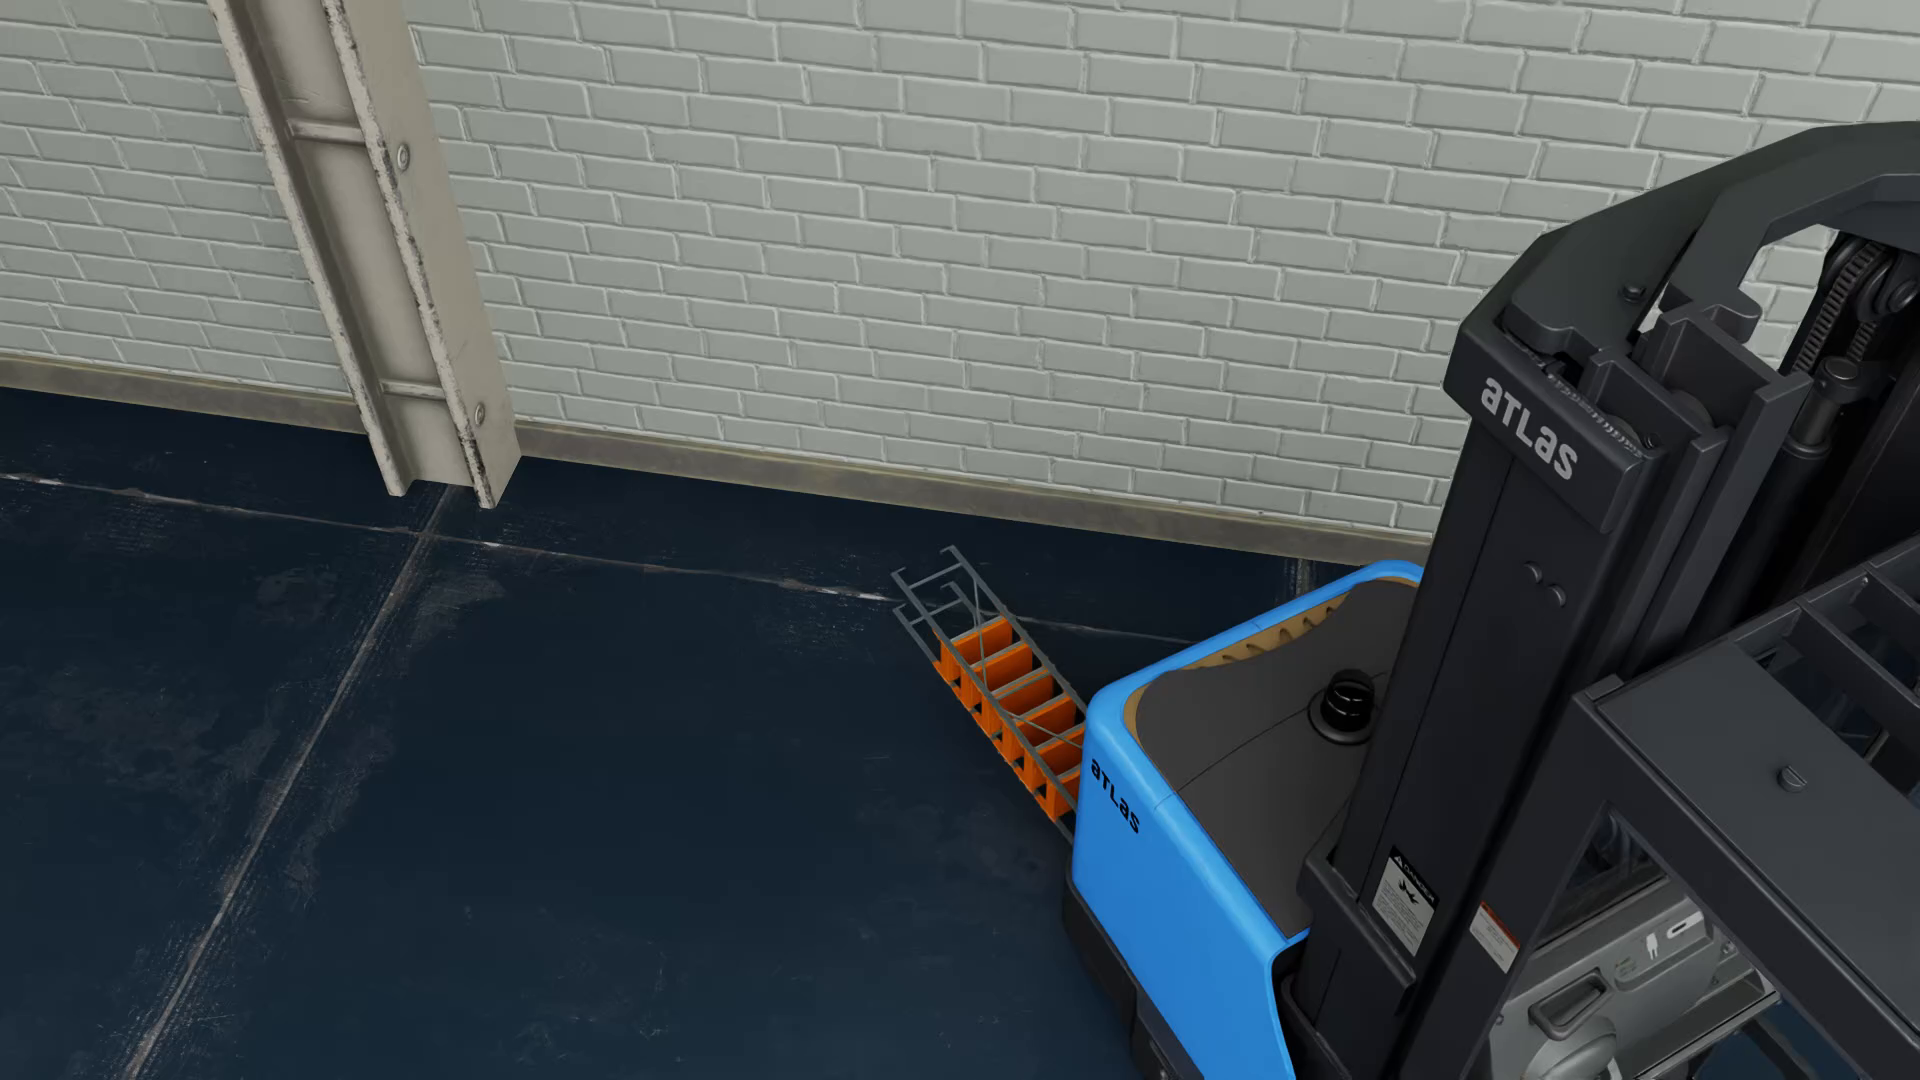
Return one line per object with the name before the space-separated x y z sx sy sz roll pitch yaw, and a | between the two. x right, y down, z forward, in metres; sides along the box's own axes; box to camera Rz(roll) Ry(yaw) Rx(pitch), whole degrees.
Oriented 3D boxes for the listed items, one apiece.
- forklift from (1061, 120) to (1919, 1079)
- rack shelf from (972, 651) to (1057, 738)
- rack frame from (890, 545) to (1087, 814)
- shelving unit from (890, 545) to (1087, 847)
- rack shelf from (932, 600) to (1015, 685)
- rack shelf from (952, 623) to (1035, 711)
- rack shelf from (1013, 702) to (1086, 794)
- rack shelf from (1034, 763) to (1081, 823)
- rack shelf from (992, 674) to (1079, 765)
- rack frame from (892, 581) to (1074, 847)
forklift | 1.437 0.899 2.972 1.130 2.935 3.031 -22 52 -19
rack shelf | 0.168 0.477 5.188 0.258 0.180 0.103 -25 53 -21
rack frame | 0.192 0.445 5.095 0.240 0.006 1.200 -25 53 -21
shelving unit | 0.192 0.506 5.163 0.258 0.189 1.200 -25 53 -21
rack shelf | 0.042 0.325 5.324 0.258 0.180 0.103 -25 53 -21
rack shelf | 0.105 0.401 5.256 0.258 0.180 0.103 -25 53 -21
rack shelf | 0.294 0.630 5.053 0.258 0.180 0.103 -25 53 -21
rack shelf | 0.358 0.706 4.985 0.258 0.180 0.103 -25 53 -21
rack shelf | 0.231 0.553 5.121 0.258 0.180 0.103 -25 53 -21
rack frame | 0.192 0.566 5.232 0.240 0.006 1.200 -25 53 -21
